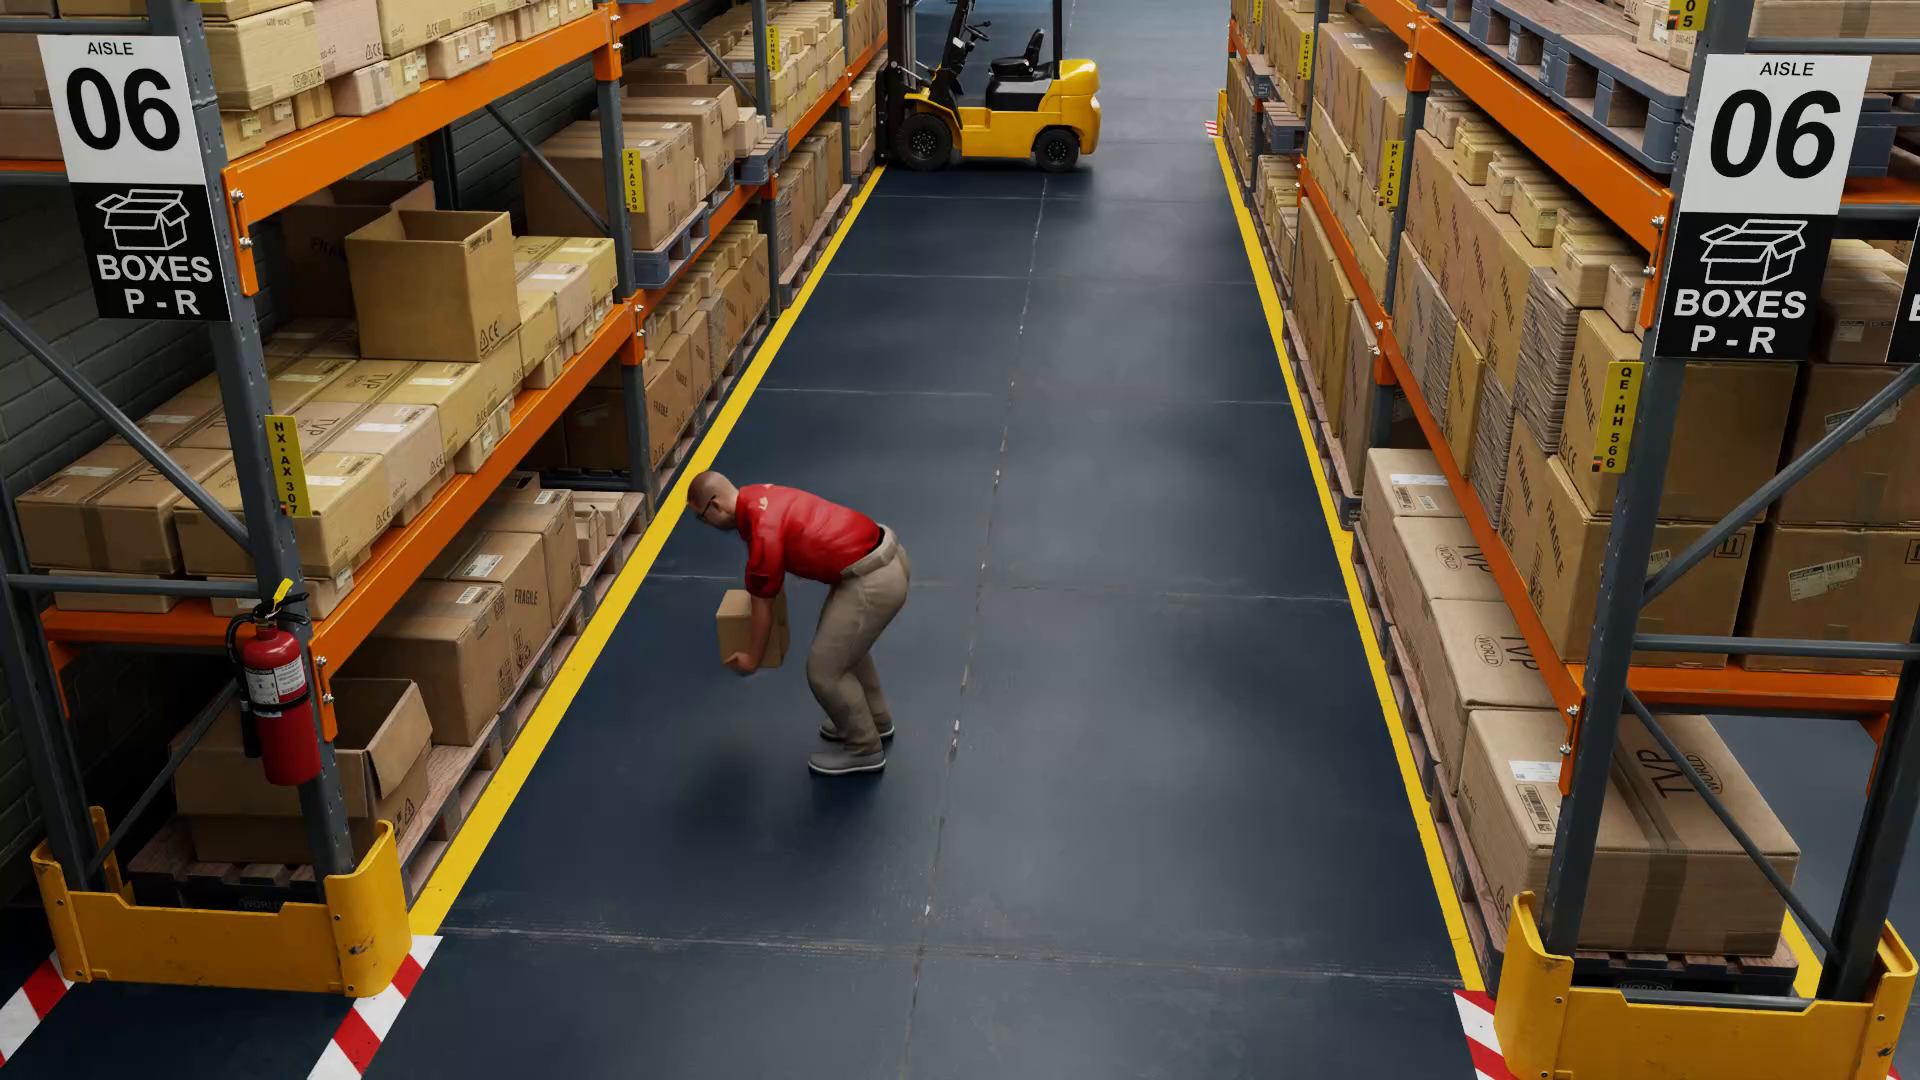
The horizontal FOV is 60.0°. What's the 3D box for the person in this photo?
[{"bbox_3d":[-0.656,0.319,6.943,0.898,1.302,0.495,1,24,2],"label":"person"}]
